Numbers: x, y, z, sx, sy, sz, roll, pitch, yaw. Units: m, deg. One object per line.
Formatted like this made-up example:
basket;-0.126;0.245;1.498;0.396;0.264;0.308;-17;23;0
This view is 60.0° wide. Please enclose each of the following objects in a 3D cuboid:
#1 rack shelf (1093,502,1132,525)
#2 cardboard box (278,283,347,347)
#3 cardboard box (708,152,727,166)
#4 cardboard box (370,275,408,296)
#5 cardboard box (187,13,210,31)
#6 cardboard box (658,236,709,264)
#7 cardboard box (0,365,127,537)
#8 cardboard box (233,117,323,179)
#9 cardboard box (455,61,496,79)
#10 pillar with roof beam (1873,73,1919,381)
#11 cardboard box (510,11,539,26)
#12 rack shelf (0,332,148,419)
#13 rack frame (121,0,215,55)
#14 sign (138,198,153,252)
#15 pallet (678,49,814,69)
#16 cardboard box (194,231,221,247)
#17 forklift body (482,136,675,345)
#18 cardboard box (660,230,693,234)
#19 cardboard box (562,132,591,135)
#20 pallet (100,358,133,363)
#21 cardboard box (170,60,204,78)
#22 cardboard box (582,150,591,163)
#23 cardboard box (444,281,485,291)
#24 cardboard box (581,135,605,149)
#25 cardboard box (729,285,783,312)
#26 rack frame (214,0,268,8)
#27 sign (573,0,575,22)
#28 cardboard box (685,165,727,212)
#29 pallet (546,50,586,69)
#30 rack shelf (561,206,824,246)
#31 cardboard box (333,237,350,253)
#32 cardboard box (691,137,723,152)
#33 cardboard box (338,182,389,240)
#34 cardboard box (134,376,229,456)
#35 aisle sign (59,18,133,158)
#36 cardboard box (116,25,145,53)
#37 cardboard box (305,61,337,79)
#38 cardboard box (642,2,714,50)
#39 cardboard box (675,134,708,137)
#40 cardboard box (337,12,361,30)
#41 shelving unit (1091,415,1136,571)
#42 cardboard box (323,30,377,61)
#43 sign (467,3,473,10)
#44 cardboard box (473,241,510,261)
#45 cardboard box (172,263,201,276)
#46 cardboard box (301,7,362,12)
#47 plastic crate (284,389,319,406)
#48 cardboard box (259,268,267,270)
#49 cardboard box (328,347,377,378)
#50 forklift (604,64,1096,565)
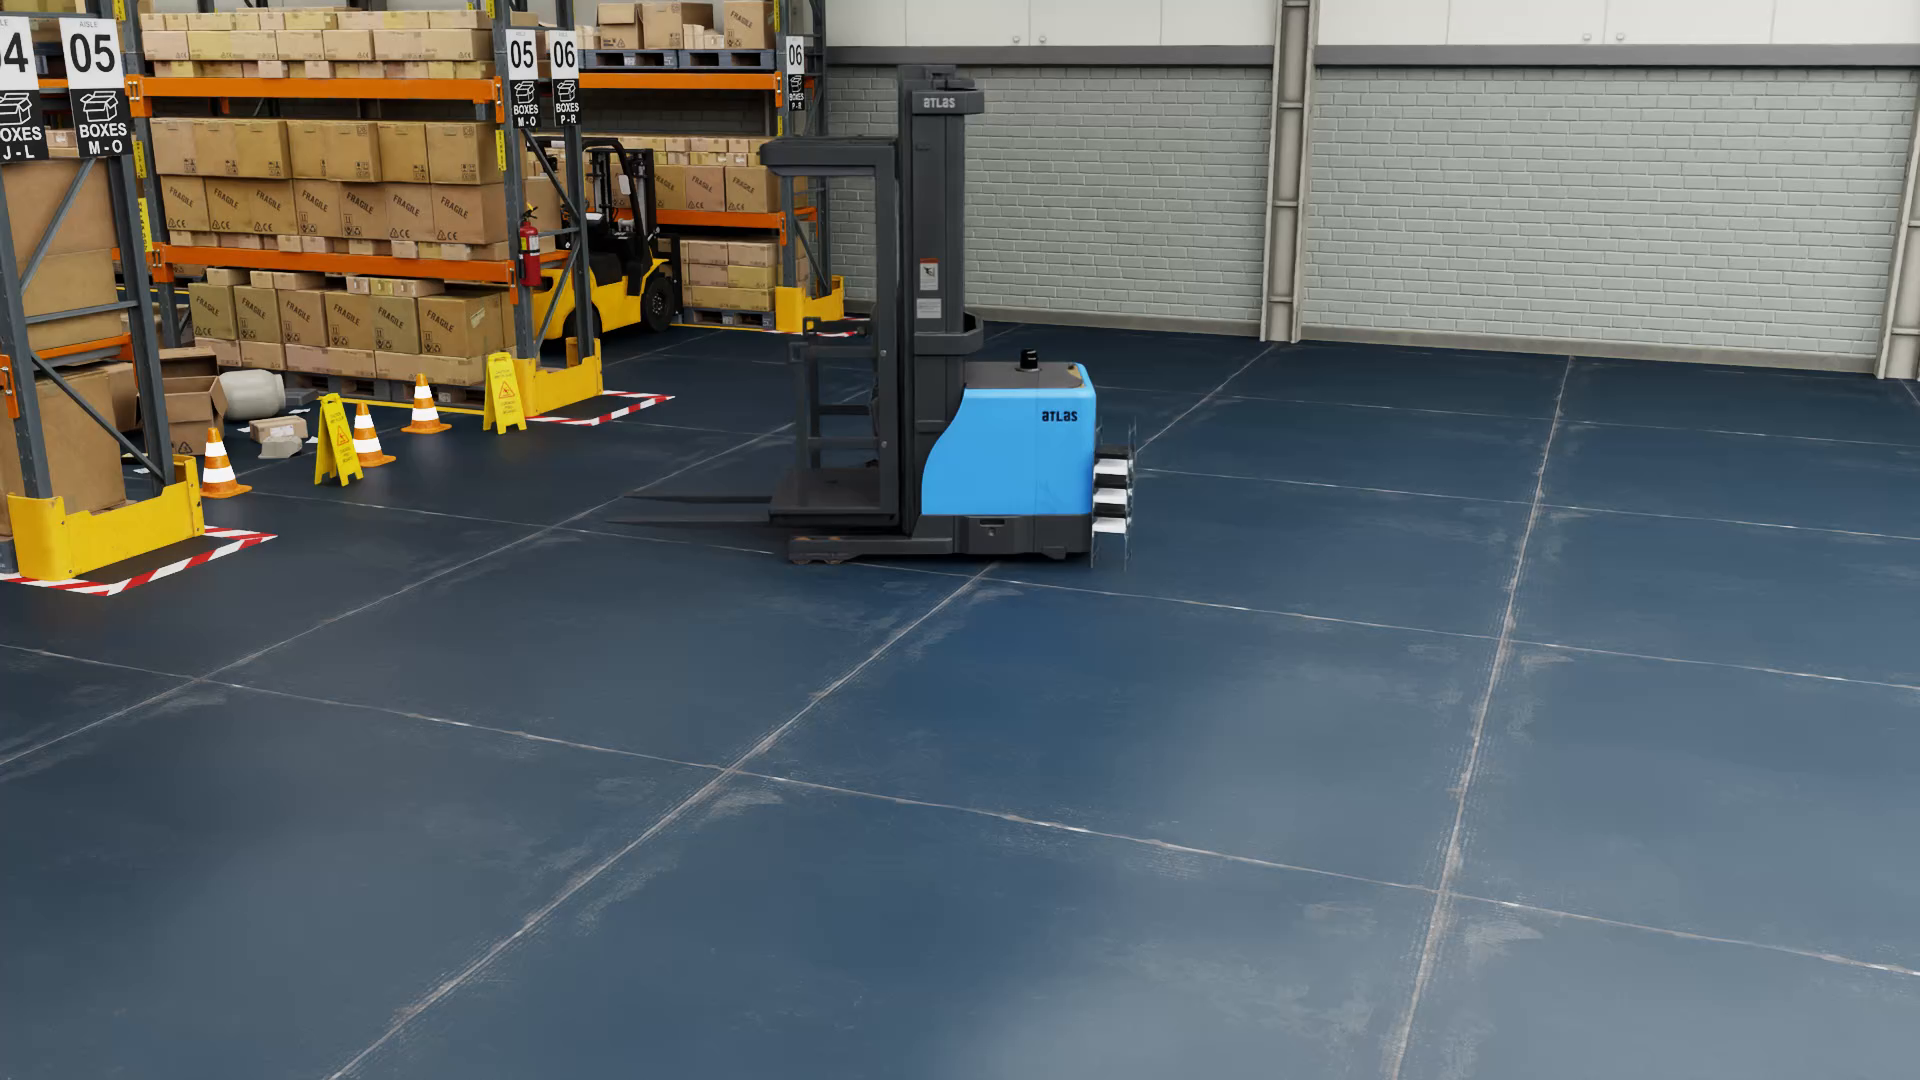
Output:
rack shelf;0.927;-0.167;10.076;0.200;0.077;0.258;4;17;14
cardboard box;-5.858;-2.070;15.258;0.500;0.500;0.500;7;18;24
cardboard box;-2.646;-4.326;18.853;0.250;0.149;0.380;7;17;22
cardboard box;-5.011;-2.269;14.780;0.250;0.149;0.380;7;17;22
cardboard box;-6.624;-4.602;14.786;0.250;0.149;0.380;6;17;19
cardboard box;-3.246;-3.370;19.288;0.500;0.250;0.500;7;17;21
cardboard box;-5.949;-0.595;10.400;0.875;0.875;0.875;6;17;21
cardboard box;-6.038;-3.518;14.905;0.500;0.500;0.700;6;17;19
cardboard box;-4.006;-3.939;13.933;0.250;0.149;0.380;6;17;21
pillar with roof beam;7.513;-4.785;11.016;0.400;9.000;9.100;6;17;21
cardboard box;-3.827;-4.447;14.253;0.250;0.149;0.380;6;17;20
rack shelf;-7.154;-1.220;10.787;4.000;0.370;1.077;6;17;21
rack frame;-7.292;-5.946;15.013;0.127;3.000;1.000;6;17;21
sign;-5.084;-1.958;10.344;0.005;0.325;0.100;6;17;21
pallet;-2.402;-5.420;18.742;1.213;0.211;1.003;6;17;21
cardboard box;-6.863;-2.816;15.444;0.250;0.149;0.380;7;18;22
forklift body;-4.187;-3.256;18.033;1.214;2.155;2.313;6;17;21
cardboard box;-3.533;-3.561;19.945;0.500;0.250;0.500;6;17;20
cardboard box;-4.597;-4.840;20.090;0.250;0.149;0.380;6;17;20
pallet;-8.017;-1.805;16.511;1.213;0.211;1.003;6;17;21
cardboard box;-6.870;-4.247;14.993;0.250;0.149;0.380;6;17;21
cardboard box;-4.335;-4.494;19.430;0.250;0.149;0.380;6;17;20
cardboard box;-4.730;-2.106;15.380;0.500;0.500;0.500;6;17;19
cardboard box;-4.317;-4.646;19.419;0.250;0.149;0.380;6;17;20
cardboard box;-2.306;-2.790;19.084;0.500;0.250;0.500;6;17;21
rack frame;-9.195;-7.643;20.858;0.127;3.000;1.000;6;17;21
sign;-3.372;-4.656;14.385;0.005;0.325;0.100;6;17;21
cardboard box;-2.787;-4.029;18.992;0.500;0.500;0.500;7;18;22
pallet;-4.671;-5.670;19.602;1.213;0.211;1.003;6;17;21
rack shelf;-3.614;-3.802;19.681;4.000;0.370;1.077;6;17;21
cardboard box;-5.412;-2.679;14.972;0.250;0.149;0.380;6;17;21
cardboard box;-2.862;-4.509;18.949;0.250;0.149;0.380;6;17;21
cardboard box;-5.105;-2.935;14.690;0.500;0.500;0.500;6;17;20
cardboard box;-6.134;-0.980;13.145;0.637;0.503;0.797;-5;17;-18
aisle sign;-5.117;-2.680;9.863;0.004;0.787;0.394;6;17;21
cardboard box;-7.889;-4.657;15.470;0.500;0.250;0.500;6;17;20
cardboard box;-5.451;-4.085;14.434;0.250;0.149;0.380;6;17;20
cardboard box;-3.171;-5.794;18.760;0.500;0.500;0.700;6;17;21
cardboard box;-3.156;-4.696;19.593;0.250;0.149;0.380;6;17;19
cardboard box;-5.140;-4.474;14.344;0.250;0.149;0.380;6;17;19
shelving unit;0.927;-0.285;10.042;0.210;0.900;0.258;4;17;14
cardboard box;-5.098;-4.253;14.298;0.500;0.250;0.500;7;18;22
sign;-5.664;-6.050;19.263;0.005;0.325;0.100;6;17;21
cardboard box;-3.998;-2.518;14.416;0.250;0.149;0.380;7;18;22
cardboard box;-10.129;-3.804;22.127;0.500;0.500;0.500;6;17;20
cardboard box;-7.664;-6.258;20.359;0.500;0.500;0.500;7;17;22
plastic crate;-6.133;-1.289;14.971;0.583;0.080;0.402;0;16;1
cardboard box;-8.620;-3.755;21.735;0.625;0.625;0.875;7;18;22
cardboard box;-5.390;-1.657;15.178;0.500;0.250;0.500;6;17;19
forklift;-0.689;-1.405;10.257;3.031;2.935;1.130;0;16;0
